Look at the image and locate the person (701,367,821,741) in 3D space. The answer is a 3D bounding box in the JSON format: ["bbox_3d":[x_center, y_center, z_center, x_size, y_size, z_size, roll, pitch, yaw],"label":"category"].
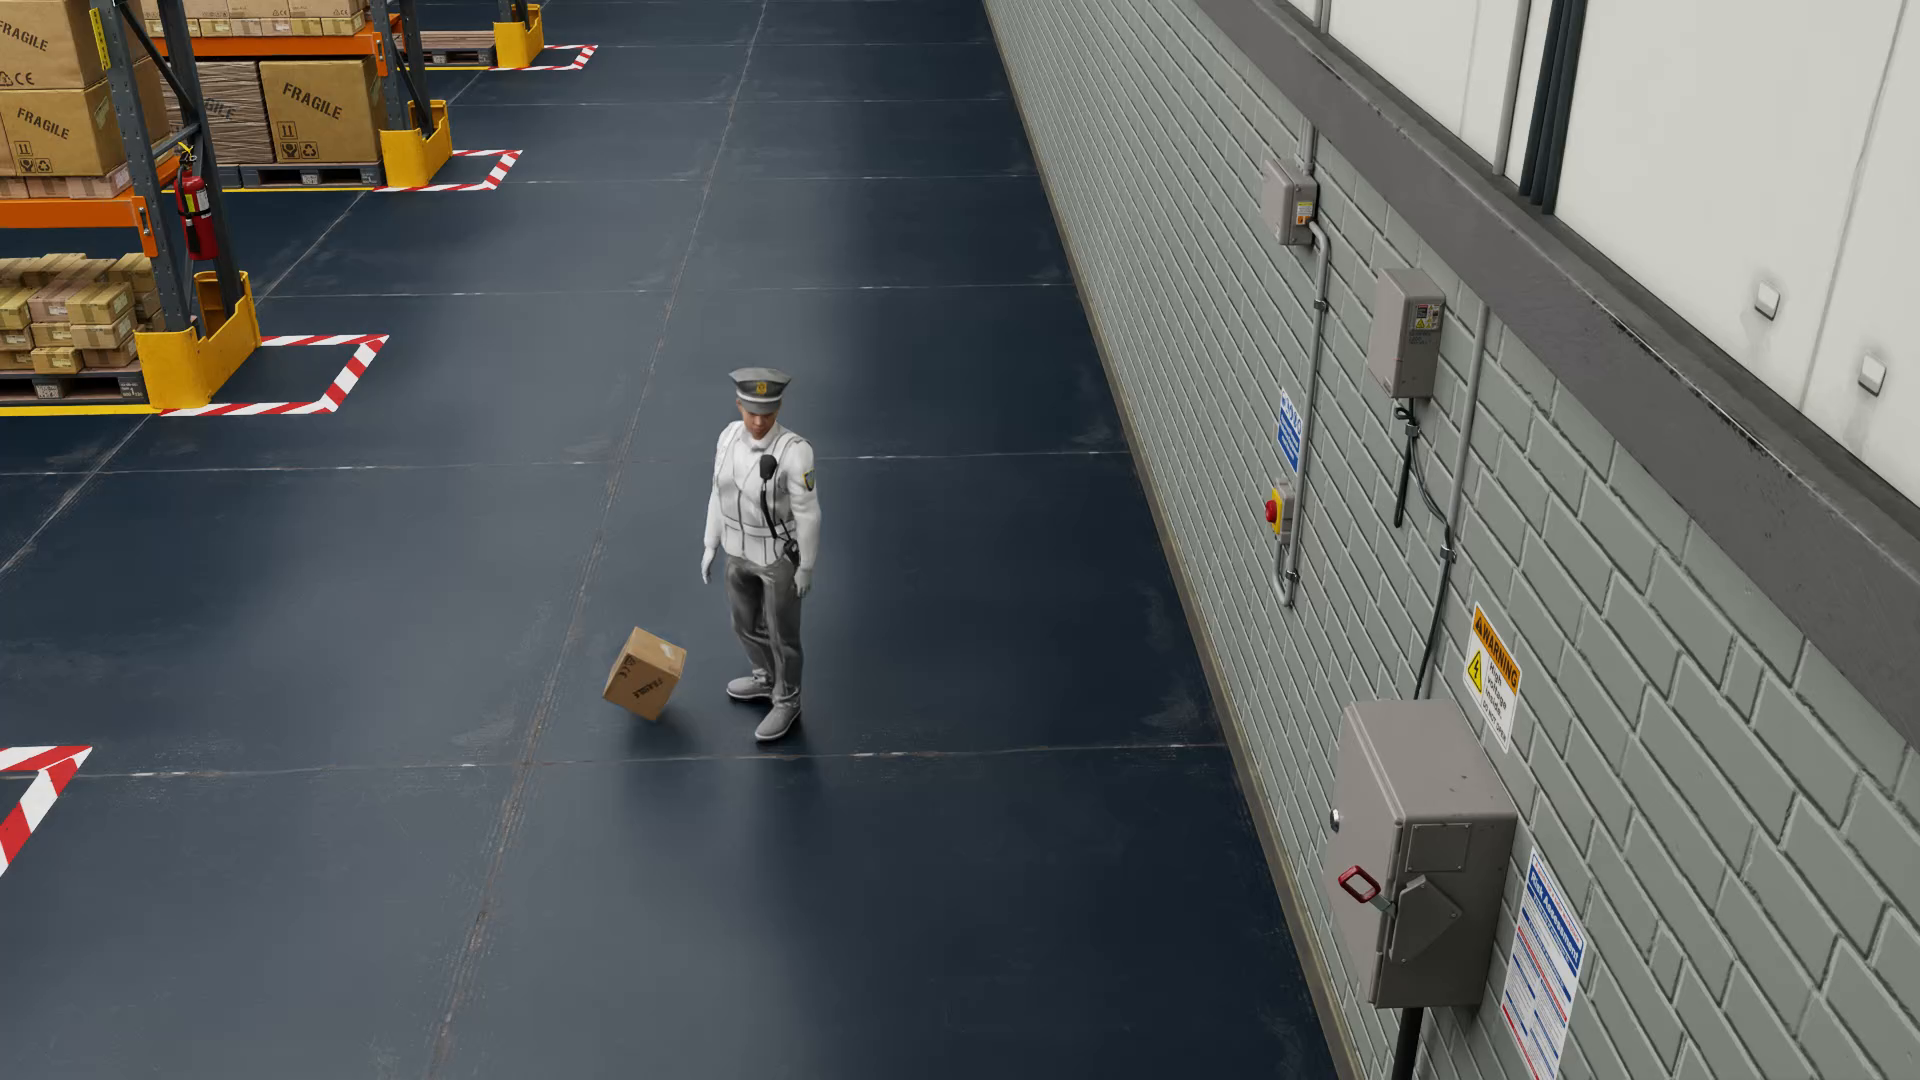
[{"bbox_3d":[-0.833,0.051,6.880,0.621,1.673,0.400,18,33,30],"label":"person"}]
